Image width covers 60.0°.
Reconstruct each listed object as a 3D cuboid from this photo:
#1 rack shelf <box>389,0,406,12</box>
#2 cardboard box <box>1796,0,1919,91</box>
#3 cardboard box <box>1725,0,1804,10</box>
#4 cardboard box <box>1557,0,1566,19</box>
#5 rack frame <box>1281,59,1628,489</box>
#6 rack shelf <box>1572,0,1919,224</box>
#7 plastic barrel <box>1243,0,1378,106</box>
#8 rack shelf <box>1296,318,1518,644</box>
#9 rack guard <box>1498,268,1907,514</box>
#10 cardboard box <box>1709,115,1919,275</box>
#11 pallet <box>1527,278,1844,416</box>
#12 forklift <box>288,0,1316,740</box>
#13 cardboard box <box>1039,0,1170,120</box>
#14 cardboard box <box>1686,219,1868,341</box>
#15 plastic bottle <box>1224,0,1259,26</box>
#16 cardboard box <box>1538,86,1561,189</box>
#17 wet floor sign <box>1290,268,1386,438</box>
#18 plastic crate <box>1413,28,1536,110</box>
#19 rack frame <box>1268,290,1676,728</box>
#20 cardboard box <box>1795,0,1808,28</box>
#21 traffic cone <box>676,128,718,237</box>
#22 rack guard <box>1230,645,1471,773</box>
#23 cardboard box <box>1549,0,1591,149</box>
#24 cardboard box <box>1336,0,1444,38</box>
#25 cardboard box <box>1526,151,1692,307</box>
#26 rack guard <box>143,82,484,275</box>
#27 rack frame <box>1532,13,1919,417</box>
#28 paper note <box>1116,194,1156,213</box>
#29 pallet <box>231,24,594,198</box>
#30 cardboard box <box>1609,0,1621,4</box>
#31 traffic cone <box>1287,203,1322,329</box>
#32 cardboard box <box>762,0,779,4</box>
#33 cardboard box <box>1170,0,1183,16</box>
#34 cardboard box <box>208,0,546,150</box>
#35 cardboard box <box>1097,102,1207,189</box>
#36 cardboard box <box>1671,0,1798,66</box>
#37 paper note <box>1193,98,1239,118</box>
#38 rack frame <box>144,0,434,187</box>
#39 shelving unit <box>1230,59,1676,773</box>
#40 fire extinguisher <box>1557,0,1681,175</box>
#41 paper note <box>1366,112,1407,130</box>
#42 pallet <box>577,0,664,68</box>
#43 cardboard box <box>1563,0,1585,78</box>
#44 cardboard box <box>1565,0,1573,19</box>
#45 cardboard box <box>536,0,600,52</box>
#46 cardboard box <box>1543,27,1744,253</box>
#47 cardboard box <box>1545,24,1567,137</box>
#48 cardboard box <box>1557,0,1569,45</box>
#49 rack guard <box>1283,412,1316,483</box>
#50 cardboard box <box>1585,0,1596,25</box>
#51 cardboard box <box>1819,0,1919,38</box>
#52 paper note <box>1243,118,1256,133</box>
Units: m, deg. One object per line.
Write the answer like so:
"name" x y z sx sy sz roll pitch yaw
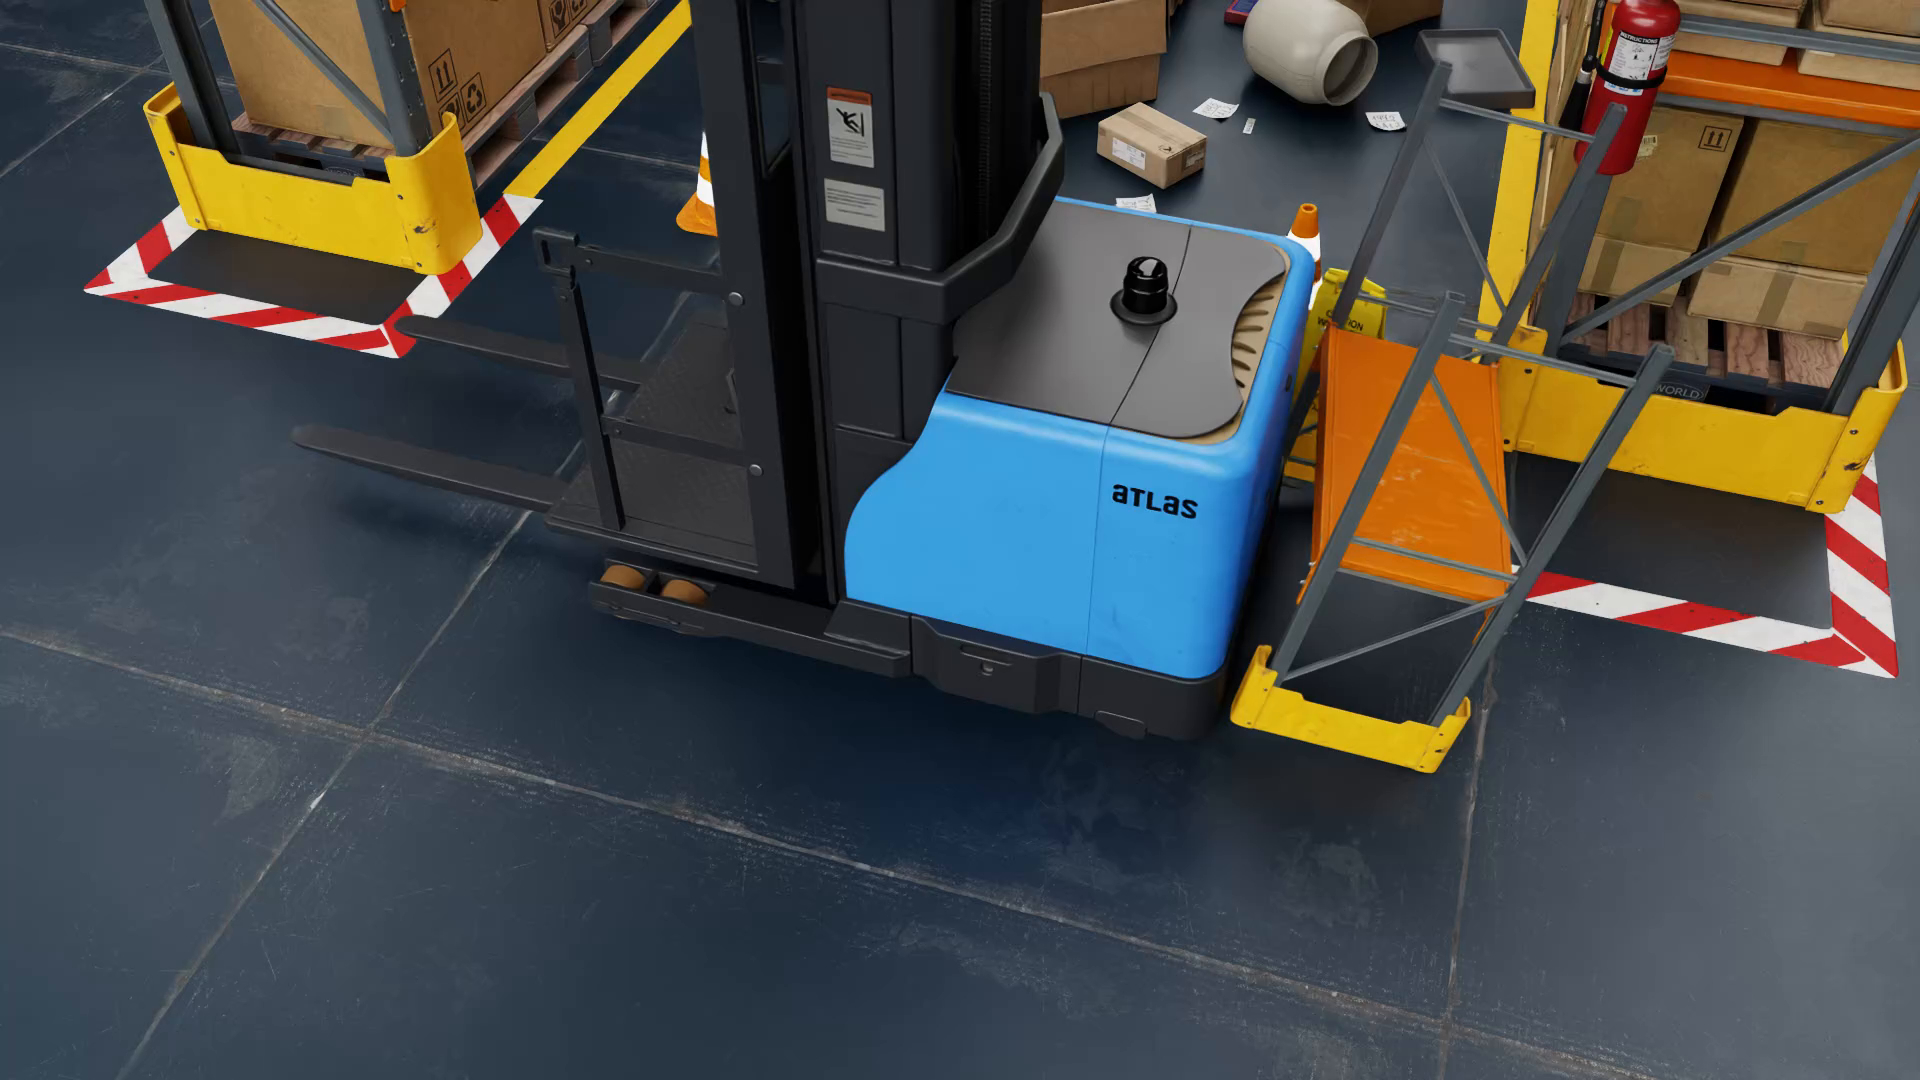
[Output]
"rack shelf" -1.832 -3.389 7.083 1.077 0.370 4.000 13 46 13
"cardboard box" 2.610 -1.424 4.741 0.380 0.149 0.250 13 46 13
"cardboard box" 2.212 -1.894 4.756 0.500 0.500 0.500 12 46 12
"cardboard box" 2.935 -2.471 7.296 0.500 0.250 0.500 15 46 15
"rack frame" 1.341 -0.651 4.786 0.500 1.500 0.032 14 45 1
"rack shelf" 2.916 -2.408 6.080 1.077 0.370 4.000 13 46 13
"plastic barrel" 1.493 -2.108 7.102 0.421 0.421 0.512 -24 49 -22
"rack shelf" 1.219 -0.178 4.557 0.538 0.185 1.000 14 45 1
"rack guard" 2.333 -0.489 5.392 1.175 0.500 0.348 13 46 13
"cardboard box" 2.825 -1.262 5.525 0.500 0.500 0.500 11 45 11
"pallet" 2.613 -0.920 6.039 1.003 0.211 1.213 13 46 13
"forklift" -0.587 -1.104 4.282 3.031 2.935 1.130 13 46 13
"cardboard box" 0.429 -2.146 7.084 0.797 0.503 0.637 -16 47 -16
"cardboard box" 2.818 -0.978 5.770 0.500 0.250 0.500 12 46 12
"plastic bottle" 1.343 -2.485 7.745 0.133 0.061 0.283 20 48 19
"cardboard box" 2.463 -1.438 6.241 0.500 0.250 0.500 13 46 13
"wet floor sign" 1.233 -0.590 5.392 0.267 0.644 0.232 28 51 26
"plastic crate" 2.265 -2.081 7.320 0.402 0.080 0.583 -2 44 -2
"rack frame" 1.155 0.050 4.072 0.500 1.500 0.032 14 45 1
"cardboard box" 2.673 -1.596 4.916 0.380 0.149 0.250 13 46 13
"traffic cone" -0.924 -1.459 6.410 0.336 0.463 0.334 13 46 13
"rack guard" 1.057 0.463 4.531 0.587 0.250 0.087 14 45 1
"cardboard box" 2.459 -1.705 5.977 0.500 0.500 0.500 14 46 14
"cardboard box" 1.900 -2.679 7.629 0.500 0.500 0.500 -24 49 -22
"cardboard box" 2.306 -1.111 5.906 0.500 0.250 0.500 12 46 12
"rack guard" -2.445 -1.403 6.327 1.175 0.500 0.348 13 46 13
"rack frame" 2.310 -1.332 4.466 1.000 3.000 0.127 13 46 13
"paper note" 0.699 -1.322 6.579 0.148 0.019 0.142 -2 44 -2
"pallet" -2.270 -1.865 7.006 1.003 0.211 1.213 13 46 13
"cardboard box" 2.191 -1.729 5.052 0.380 0.149 0.250 12 46 12
"traffic cone" 1.211 -0.985 5.925 0.336 0.463 0.334 13 46 13
"cardboard box" -0.719 -2.834 7.787 0.500 0.500 0.500 20 48 19
"cardboard box" 0.705 -2.820 7.675 0.797 0.637 0.503 13 46 13
"cardboard box" -2.296 -2.169 6.541 0.875 0.875 0.875 13 46 13
"cardboard box" 0.782 -1.614 6.793 0.250 0.149 0.380 -33 53 -29
"cardboard box" 2.220 -1.536 4.855 0.380 0.149 0.250 14 46 14
"paper note" 1.100 -1.852 7.129 0.148 0.019 0.142 28 51 26
"rack frame" -2.438 -2.313 5.469 1.000 3.000 0.127 13 46 13
"shelving unit" 1.250 -0.307 4.435 0.587 1.500 1.083 14 45 1
"fire extinguisher" 1.836 -1.325 4.515 0.296 0.674 0.183 13 46 13
"paper note" 1.807 -1.784 7.051 0.142 0.019 0.148 -2 44 -2
"pallet" -1.899 -2.676 7.834 1.003 0.211 1.213 13 46 13
"cardboard box" 2.619 -2.040 6.319 0.500 0.500 0.500 12 46 12
"cardboard box" 2.776 -2.393 6.680 0.500 0.500 0.500 15 46 15
"cardboard box" -2.031 -2.756 7.141 0.875 0.875 0.875 12 46 12
"cardboard box" 2.304 -1.356 5.621 0.500 0.500 0.500 13 46 13
"cardboard box" 2.616 -1.788 6.599 0.500 0.250 0.500 11 45 11
"cardboard box" 2.777 -2.117 6.934 0.500 0.250 0.500 12 46 12
"rack guard" 1.239 -0.223 5.230 0.587 0.250 0.087 14 45 1
"cardboard box" 2.352 -1.847 5.658 0.380 0.149 0.250 14 46 14
"cardboard box" 2.718 -1.731 4.590 0.500 0.500 0.500 12 46 12
"paper note" 1.224 -1.752 7.033 0.032 0.001 0.123 13 46 13
